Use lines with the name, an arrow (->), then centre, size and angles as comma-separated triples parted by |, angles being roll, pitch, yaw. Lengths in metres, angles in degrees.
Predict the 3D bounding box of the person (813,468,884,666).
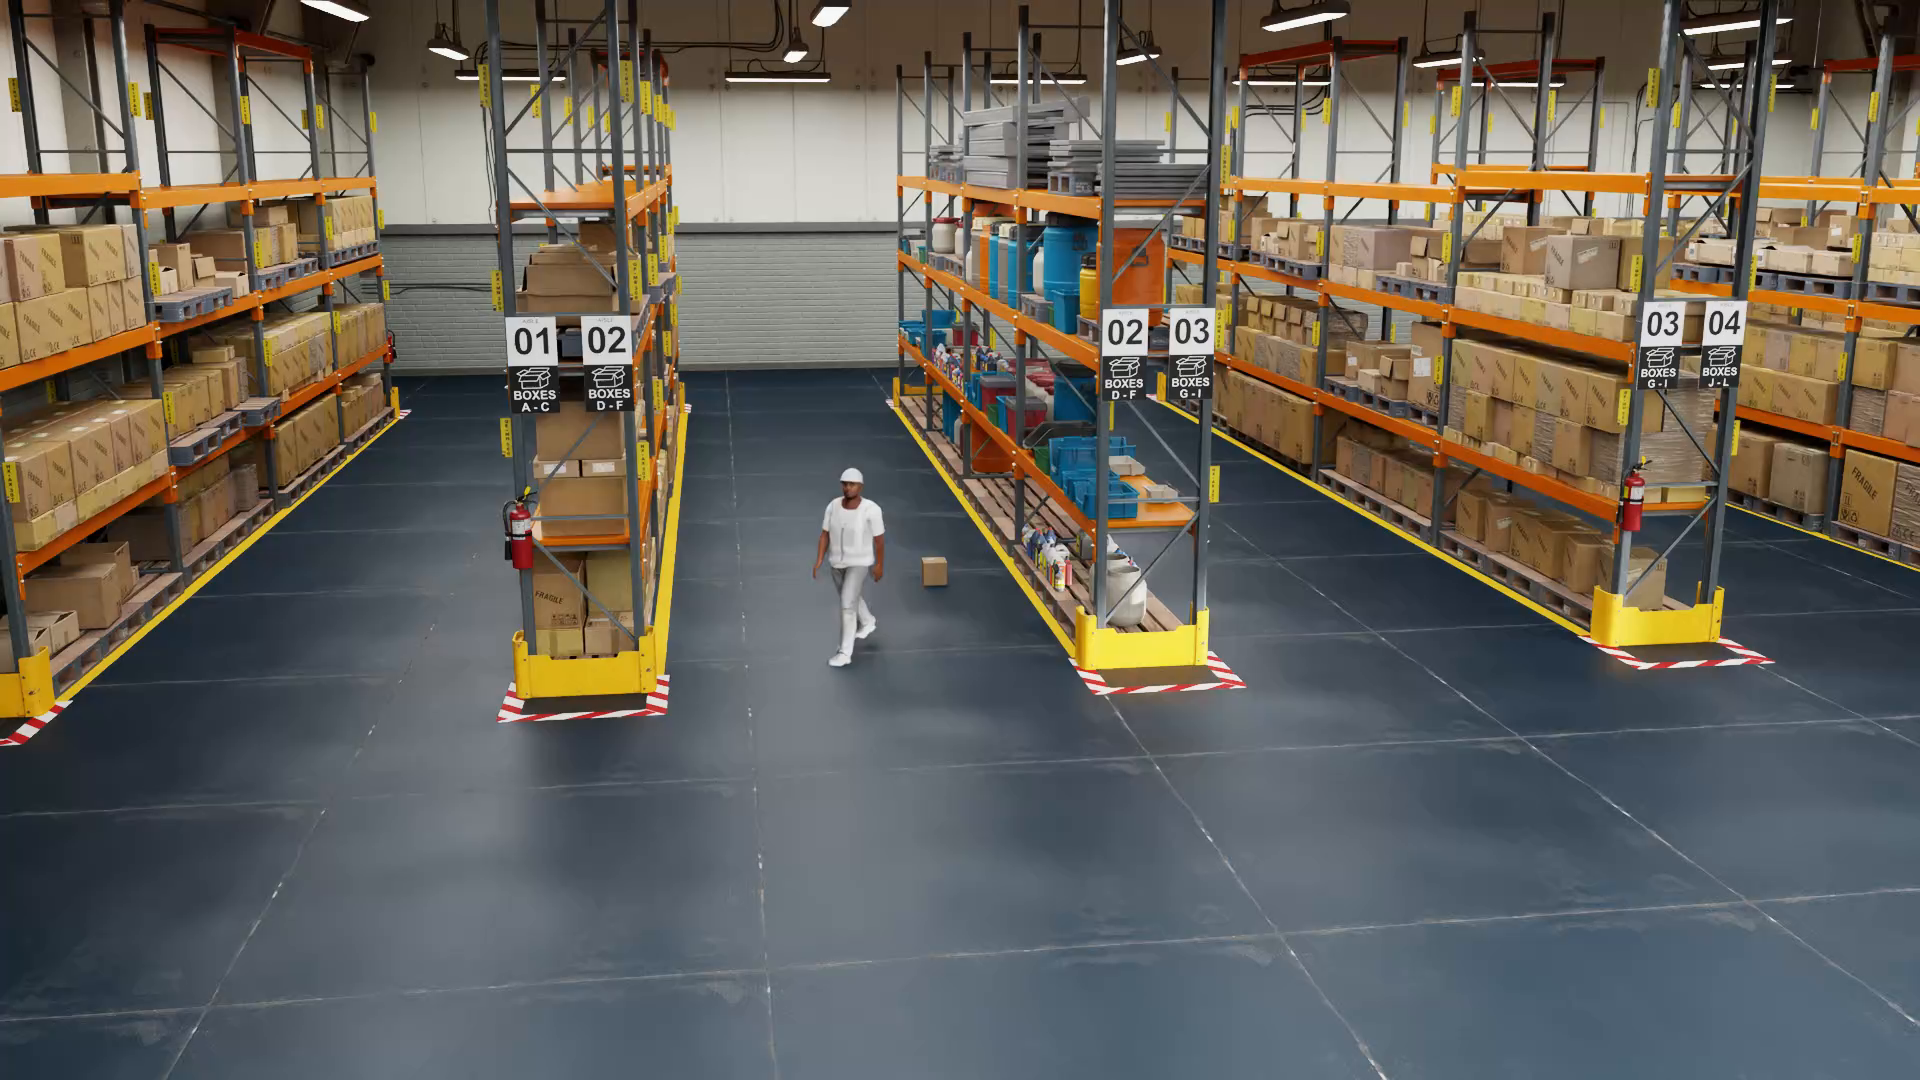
person -> -0.998, 0.204, 15.040 | 0.552, 1.725, 1.038 | 8, 15, 30
